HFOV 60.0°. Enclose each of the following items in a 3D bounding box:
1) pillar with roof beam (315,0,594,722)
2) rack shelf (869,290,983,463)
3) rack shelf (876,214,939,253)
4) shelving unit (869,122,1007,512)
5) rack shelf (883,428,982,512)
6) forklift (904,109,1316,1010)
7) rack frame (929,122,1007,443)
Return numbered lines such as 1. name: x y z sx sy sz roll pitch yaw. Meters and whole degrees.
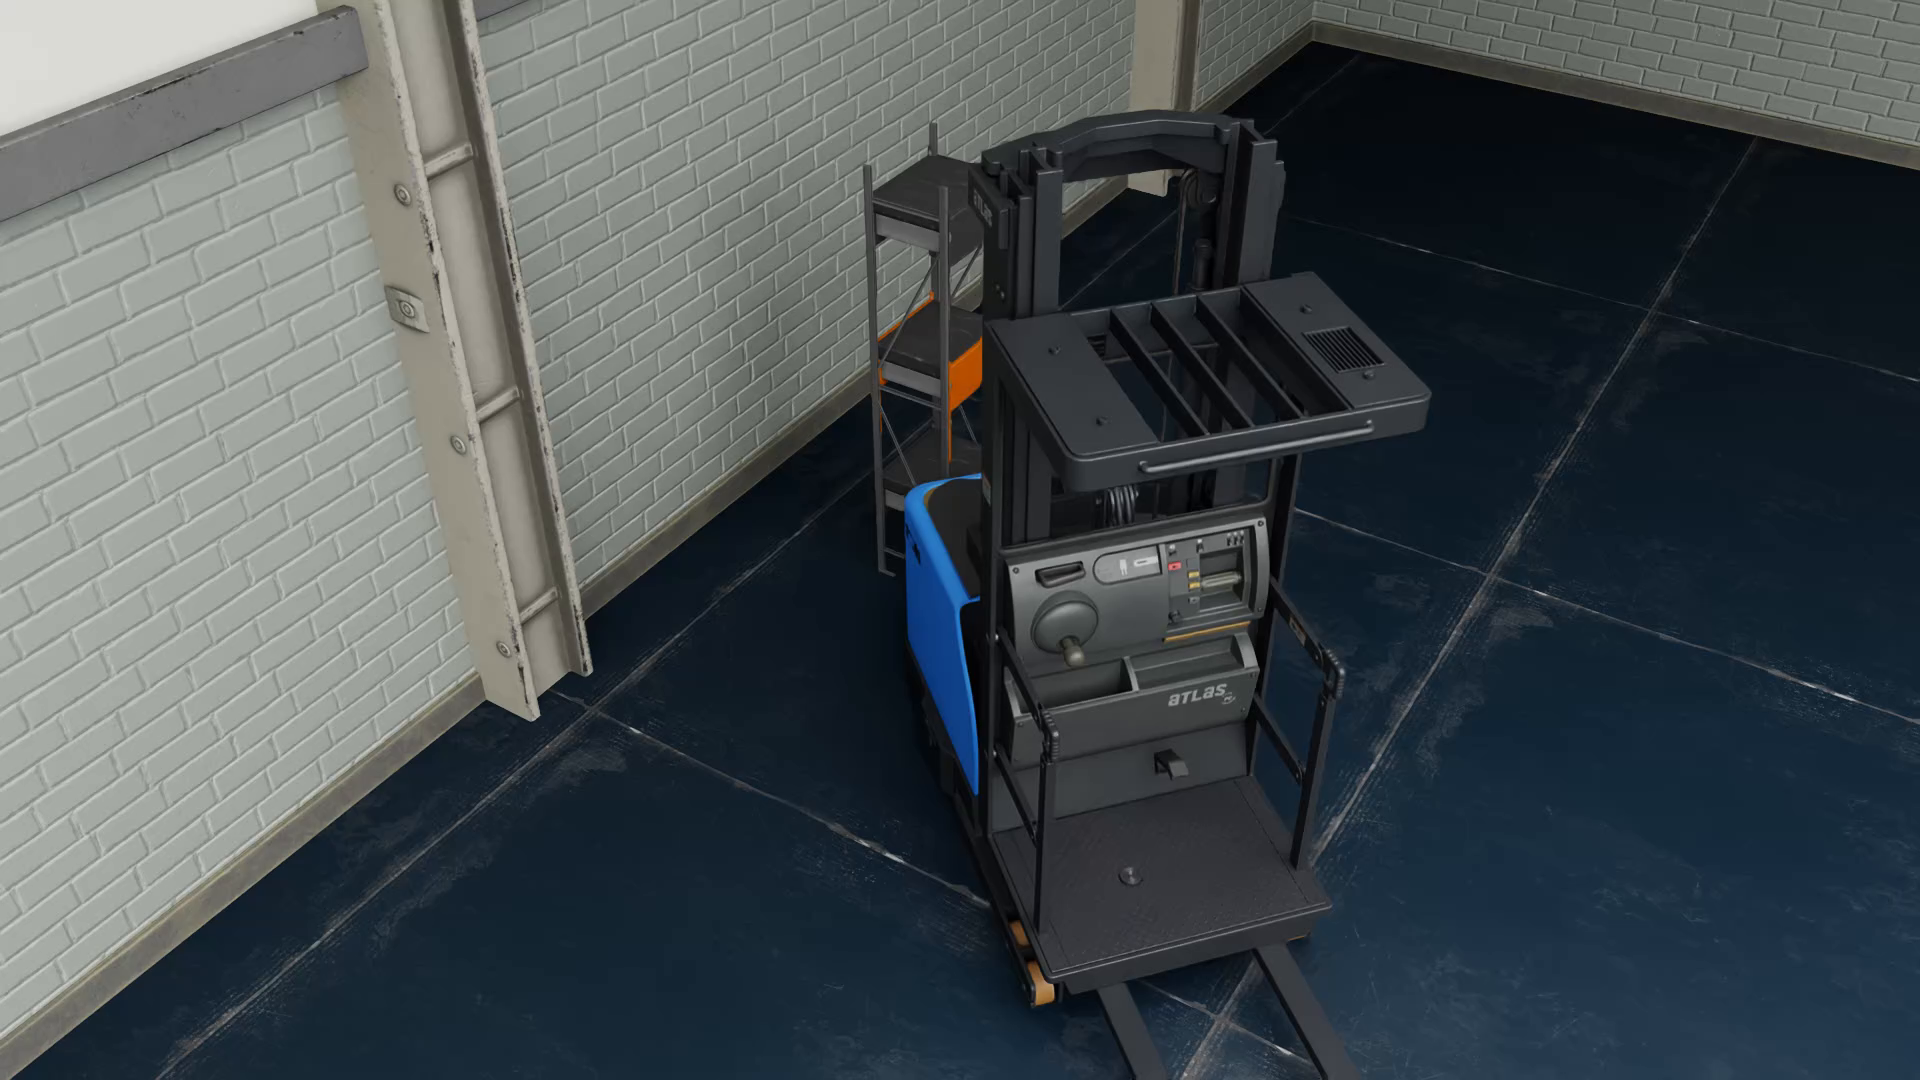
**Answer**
1. pillar with roof beam: 1.765 -1.523 2.794 9.100 9.000 0.400 21 42 25
2. rack shelf: -0.089 -0.735 7.446 0.431 0.518 0.480 21 42 25
3. rack shelf: -0.089 -1.369 6.958 0.332 0.100 0.442 21 42 25
4. shelving unit: -0.086 -0.749 7.442 0.431 2.100 0.492 21 42 25
5. rack shelf: -0.089 -0.289 7.790 0.368 0.174 0.457 21 42 25
6. forklift: 0.677 0.243 5.473 1.130 2.935 3.031 -11 39 -13
7. rack frame: 0.042 -0.872 7.601 0.400 2.100 0.015 21 42 25
